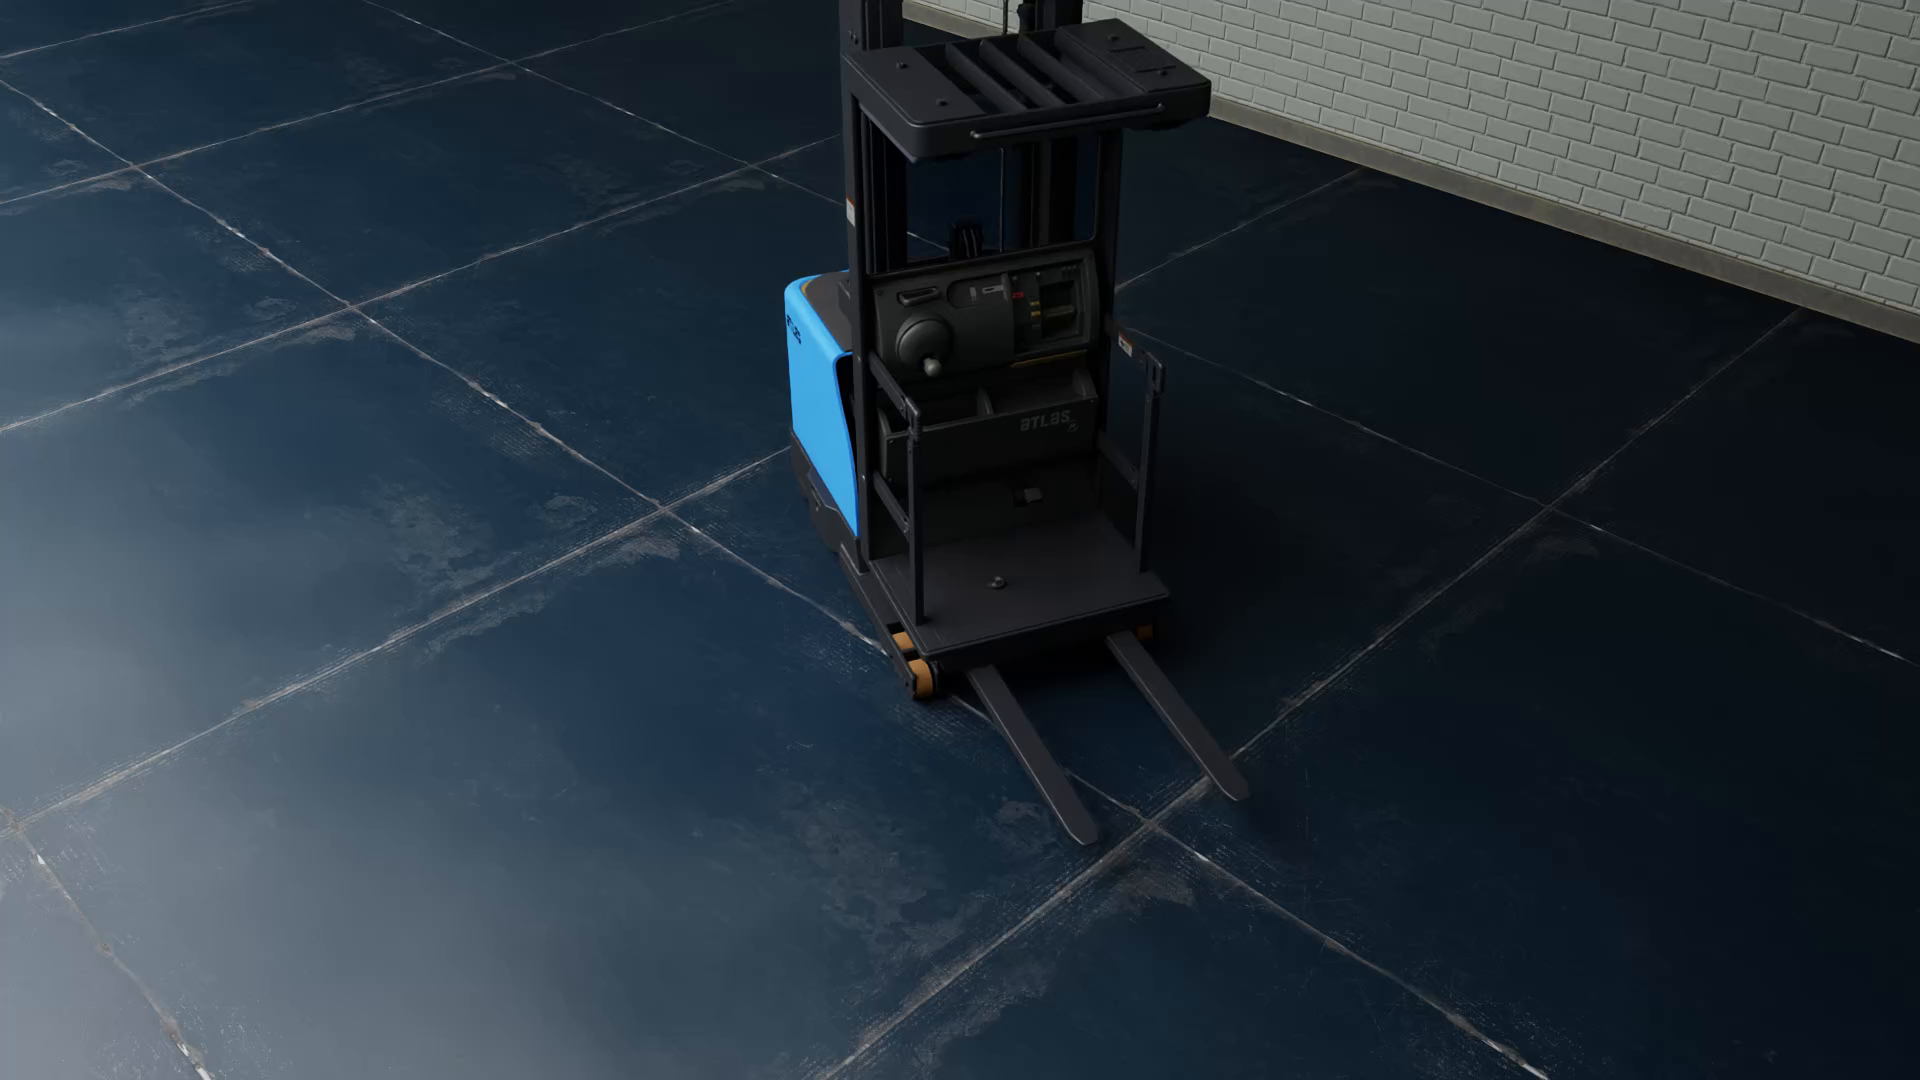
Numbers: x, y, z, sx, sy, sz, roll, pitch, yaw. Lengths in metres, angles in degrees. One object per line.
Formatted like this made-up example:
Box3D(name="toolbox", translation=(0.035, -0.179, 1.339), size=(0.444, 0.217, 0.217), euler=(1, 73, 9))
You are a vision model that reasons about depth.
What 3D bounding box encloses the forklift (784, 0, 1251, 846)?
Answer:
Box3D(name="forklift", translation=(0.193, -0.824, 6.369), size=(1.130, 2.935, 3.031), euler=(-13, 37, -17))
